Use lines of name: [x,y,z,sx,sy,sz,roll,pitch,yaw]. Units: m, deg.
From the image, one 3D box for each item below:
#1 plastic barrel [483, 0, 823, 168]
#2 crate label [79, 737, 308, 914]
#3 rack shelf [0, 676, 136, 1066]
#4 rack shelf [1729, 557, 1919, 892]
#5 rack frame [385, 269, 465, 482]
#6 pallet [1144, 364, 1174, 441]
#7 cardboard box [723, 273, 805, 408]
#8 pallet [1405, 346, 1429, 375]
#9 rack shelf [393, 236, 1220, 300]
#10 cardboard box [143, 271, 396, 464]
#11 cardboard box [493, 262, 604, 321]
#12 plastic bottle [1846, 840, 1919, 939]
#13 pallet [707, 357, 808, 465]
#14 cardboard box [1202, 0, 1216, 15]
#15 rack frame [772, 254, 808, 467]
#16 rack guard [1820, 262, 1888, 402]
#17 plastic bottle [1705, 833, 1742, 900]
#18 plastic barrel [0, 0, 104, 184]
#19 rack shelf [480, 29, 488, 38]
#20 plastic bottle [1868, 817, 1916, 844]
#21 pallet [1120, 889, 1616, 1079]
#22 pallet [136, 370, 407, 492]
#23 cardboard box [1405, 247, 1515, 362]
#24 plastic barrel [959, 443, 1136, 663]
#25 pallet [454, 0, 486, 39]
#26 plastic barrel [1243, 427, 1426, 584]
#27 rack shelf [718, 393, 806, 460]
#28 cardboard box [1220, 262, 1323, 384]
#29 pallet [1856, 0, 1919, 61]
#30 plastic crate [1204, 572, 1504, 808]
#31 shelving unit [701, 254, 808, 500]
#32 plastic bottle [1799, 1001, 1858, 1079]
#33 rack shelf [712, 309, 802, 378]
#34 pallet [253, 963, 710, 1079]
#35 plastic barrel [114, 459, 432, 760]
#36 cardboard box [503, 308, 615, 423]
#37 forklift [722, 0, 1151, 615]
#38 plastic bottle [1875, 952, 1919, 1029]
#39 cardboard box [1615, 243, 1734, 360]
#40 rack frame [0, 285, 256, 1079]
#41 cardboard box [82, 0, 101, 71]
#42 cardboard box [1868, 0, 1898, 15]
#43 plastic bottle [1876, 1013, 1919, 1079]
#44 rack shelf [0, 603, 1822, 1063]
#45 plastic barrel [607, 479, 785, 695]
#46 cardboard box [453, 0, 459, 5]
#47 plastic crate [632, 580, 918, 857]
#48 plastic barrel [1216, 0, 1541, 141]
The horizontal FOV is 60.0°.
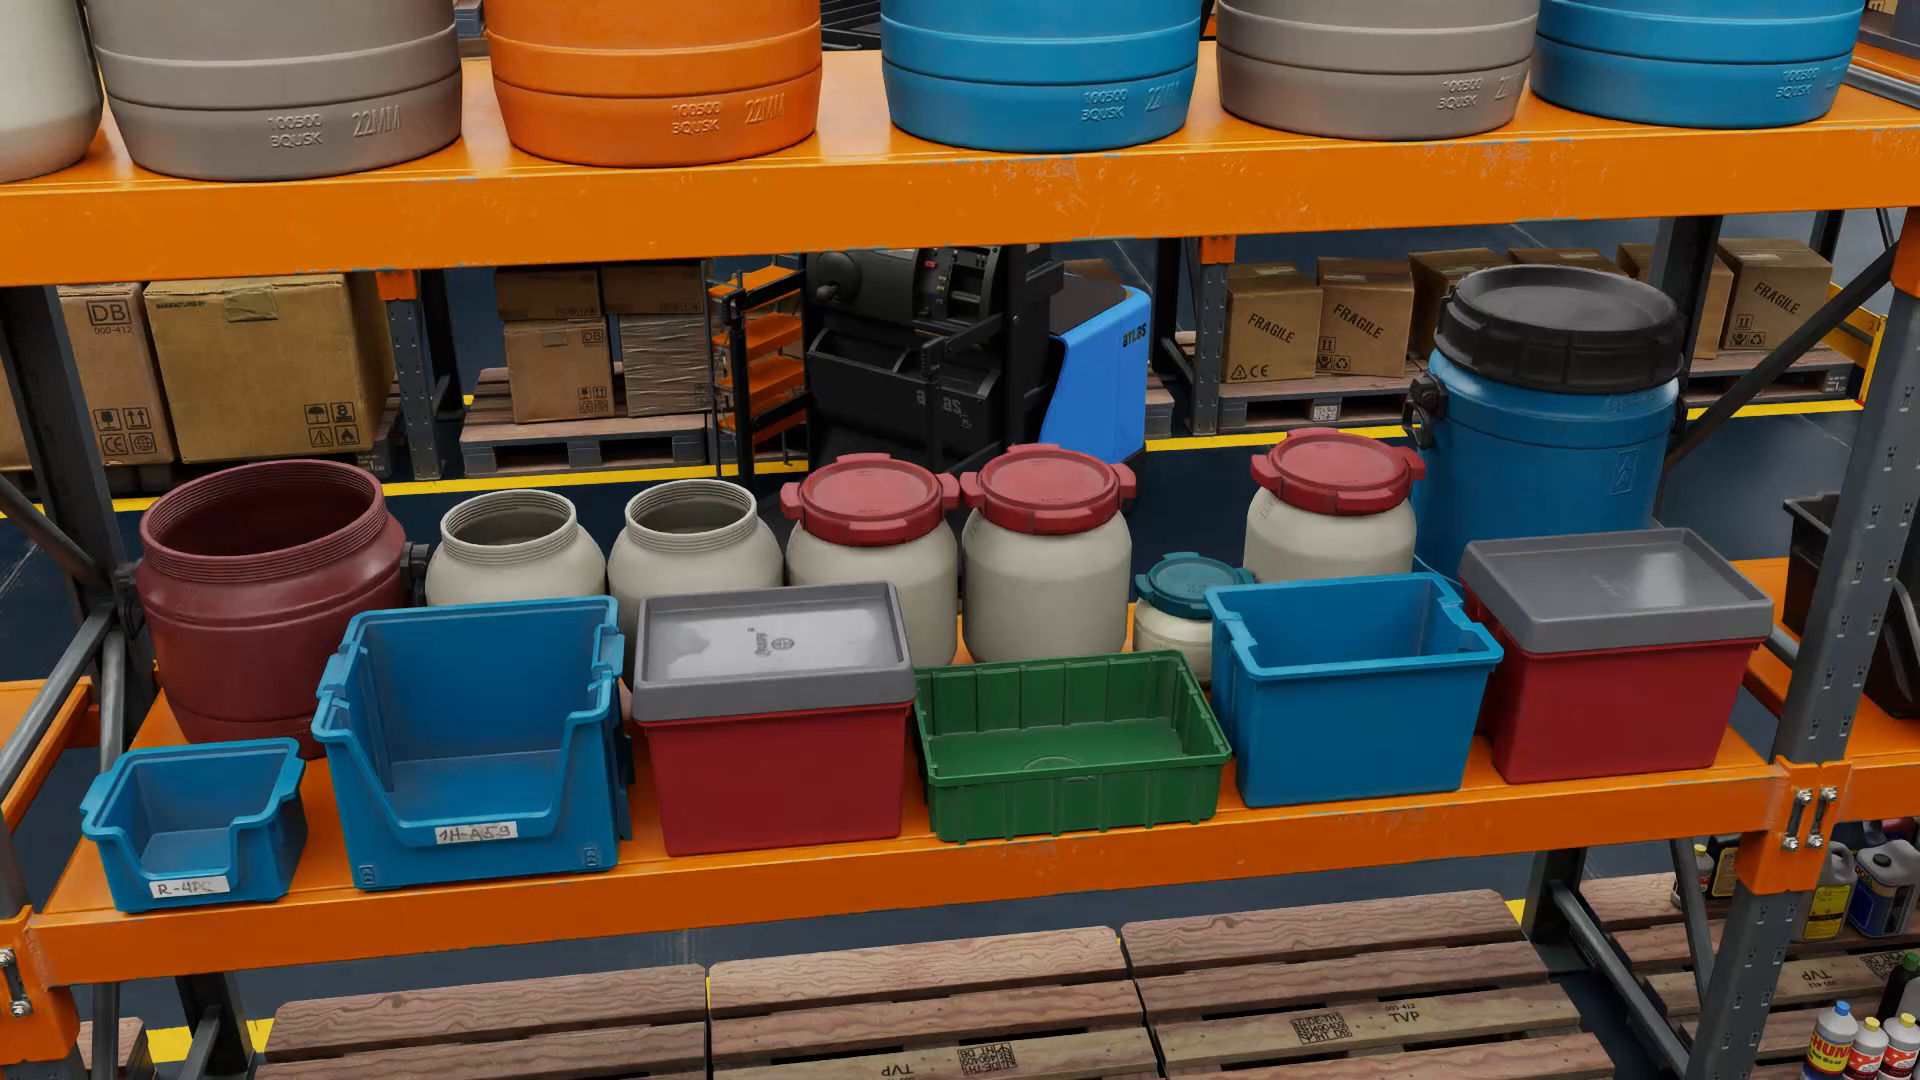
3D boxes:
plastic barrel: [-0.552,-1.134,2.919,0.708,0.830,0.600,-4,27,-7]
crate label: [-1.574,0.604,3.470,0.416,0.233,0.303,-4,27,-7]
rack shelf: [-4.023,0.834,3.626,4.000,0.370,1.077,-4,27,-7]
rack shelf: [3.899,0.326,4.618,4.000,0.370,1.077,-4,27,-7]
rack frame: [-2.733,-1.852,8.073,0.127,3.000,1.000,-4,27,-7]
pallet: [0.457,-0.815,9.108,1.213,0.211,1.003,-4,27,-7]
cardboard box: [-0.964,-1.067,8.801,0.500,0.500,0.700,-1,27,-3]
pallet: [3.099,-1.003,9.474,1.213,0.211,1.003,-4,27,-7]
rack shelf: [-0.752,-1.659,8.486,4.000,0.370,1.077,-4,27,-7]
cardboard box: [-3.419,-1.059,8.395,0.875,0.875,1.225,-5,28,-10]
cardboard box: [-2.074,-1.325,8.482,0.500,0.250,0.500,-3,27,-5]
plastic bottle: [2.751,1.031,4.957,0.135,0.276,0.152,-4,27,-7]
pallet: [-0.753,-0.736,8.954,1.213,0.211,1.003,-4,27,-7]
cardboard box: [2.093,-4.477,13.025,0.550,0.550,0.875,-4,27,-7]
rack frame: [-0.801,-0.893,8.175,0.240,1.200,0.015,18,32,31]
rack guard: [5.114,-1.244,9.626,0.348,0.500,1.175,-4,27,-7]
plastic bottle: [2.348,0.966,5.075,0.133,0.283,0.061,-2,27,-5]
plastic barrel: [-1.693,-0.878,2.768,0.421,0.512,0.421,0,27,0]
rack shelf: [-5.304,-3.653,12.372,4.000,0.370,1.077,-4,27,-7]
plastic bottle: [2.861,0.933,5.140,0.133,0.283,0.061,-2,27,-4]
pallet: [1.146,1.441,4.711,1.213,0.211,1.003,-4,27,-7]
pallet: [-3.524,-0.595,8.679,1.213,0.211,1.003,-4,27,-7]
cardboard box: [2.800,-1.303,9.282,0.500,0.500,0.500,-6,28,-12]
plastic barrel: [0.214,0.081,4.158,0.433,0.535,0.433,0,27,0]
pallet: [-4.015,-3.922,12.317,1.003,0.211,1.213,-4,27,-7]
plastic barrel: [0.940,0.034,4.249,0.433,0.535,0.433,0,27,0]
rack shelf: [-0.943,-0.565,8.120,0.258,0.148,0.480,18,32,31]
cardboard box: [1.630,-1.188,9.058,0.500,0.500,0.500,-4,28,-9]
pallet: [2.619,-1.208,3.739,1.003,0.211,1.213,-4,27,-7]
plastic crate: [0.869,0.351,3.798,0.575,0.384,0.392,-4,27,-7]
shelving unit: [-0.943,-0.802,7.998,0.258,1.200,0.503,18,32,31]
plastic bottle: [2.295,1.329,4.381,0.097,0.271,0.097,0,27,0]
rack shelf: [-0.943,-0.941,7.927,0.258,0.148,0.480,18,32,31]
pallet: [-1.270,1.596,4.408,1.213,0.211,1.003,-4,27,-7]
plastic barrel: [-1.626,0.160,4.003,0.708,0.536,0.600,-4,27,-7]
cardboard box: [-2.072,-0.987,8.644,0.500,0.500,0.700,-5,28,-10]
forklift: [-0.358,-1.068,6.621,1.130,2.935,3.031,18,32,30]
plastic bottle: [2.596,1.242,4.536,0.133,0.283,0.061,-4,27,-7]
cardboard box: [3.981,-1.350,9.373,0.500,0.500,0.500,3,27,6]
rack frame: [-2.043,0.387,3.710,0.127,3.000,1.000,-4,27,-7]
cardboard box: [-4.105,-2.263,7.667,0.637,0.503,0.797,-3,27,-6]
cardboard box: [4.679,-2.836,8.460,0.500,0.500,0.500,-4,27,-7]
plastic bottle: [2.496,1.347,4.422,0.097,0.201,0.097,0,27,0]
rack shelf: [-0.062,0.580,4.122,4.000,0.370,1.077,-4,27,-7]
plastic barrel: [-0.637,0.149,4.052,0.421,0.512,0.421,0,27,0]
cardboard box: [-3.748,-3.936,11.951,0.250,0.149,0.380,-3,27,-6]
plastic crate: [-0.400,0.394,3.626,0.583,0.464,0.402,-4,27,-7]
plastic barrel: [0.797,-1.253,3.071,0.600,0.901,0.600,0,27,0]
